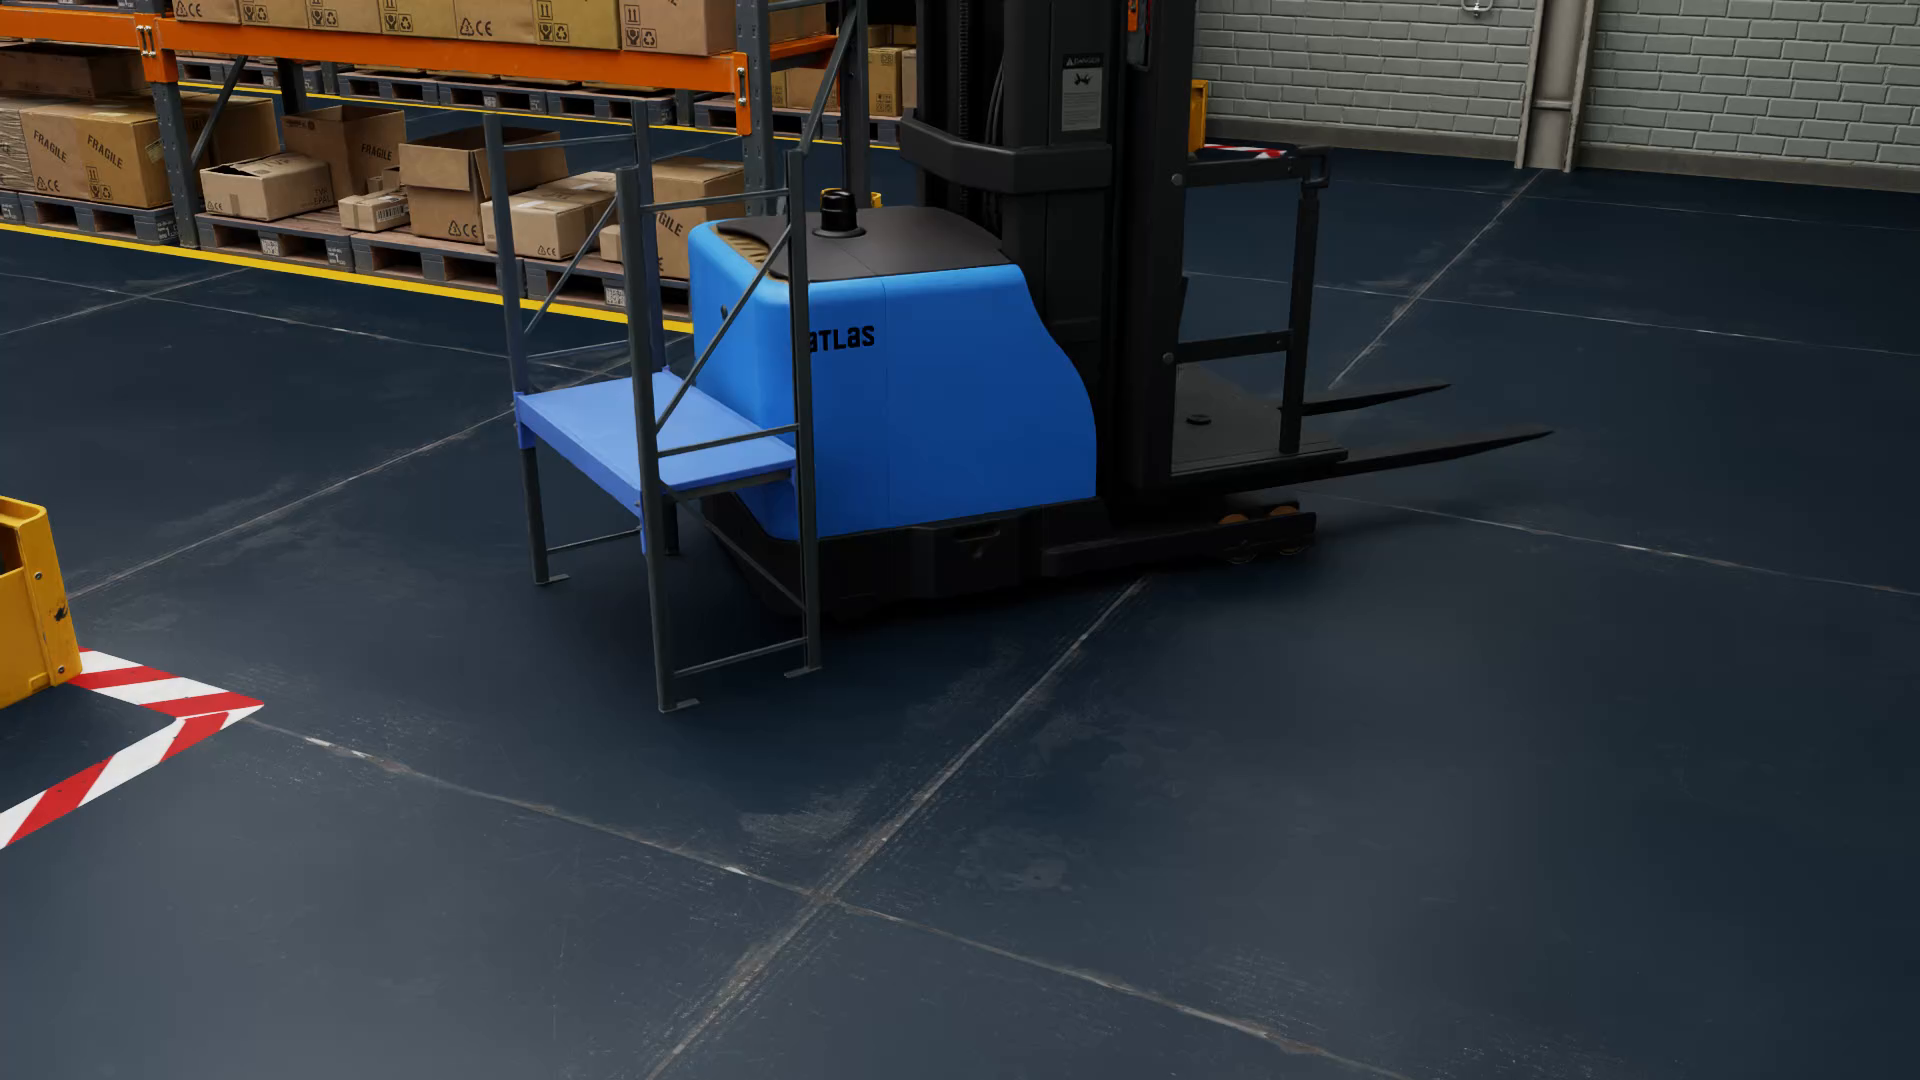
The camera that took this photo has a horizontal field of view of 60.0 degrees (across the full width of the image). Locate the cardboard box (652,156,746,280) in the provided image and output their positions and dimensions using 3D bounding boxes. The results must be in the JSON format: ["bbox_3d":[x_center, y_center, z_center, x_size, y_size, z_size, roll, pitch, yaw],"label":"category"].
[{"bbox_3d":[-1.338,-1.621,8.360,0.500,0.500,0.500,11,25,25],"label":"cardboard box"}]

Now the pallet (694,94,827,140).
[{"bbox_3d":[-1.436,-3.551,13.830,1.213,0.211,1.003,11,25,25],"label":"pallet"}]

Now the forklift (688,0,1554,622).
[{"bbox_3d":[0.662,-1.449,5.413,3.031,2.935,1.130,-9,25,-20],"label":"forklift"}]

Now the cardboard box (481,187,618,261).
[{"bbox_3d":[-2.173,-1.684,8.828,0.500,0.250,0.500,11,25,25],"label":"cardboard box"}]

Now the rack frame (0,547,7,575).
[{"bbox_3d":[-2.980,-0.829,3.867,0.127,3.000,1.000,11,25,25],"label":"rack frame"}]

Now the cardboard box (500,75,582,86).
[{"bbox_3d":[-3.513,-4.425,14.532,0.750,0.750,0.750,12,26,26],"label":"cardboard box"}]

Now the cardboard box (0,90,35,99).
[{"bbox_3d":[-6.221,-2.572,10.597,0.500,0.500,0.500,10,25,23],"label":"cardboard box"}]

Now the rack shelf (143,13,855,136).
[{"bbox_3d":[-2.527,-2.581,8.905,4.000,0.370,1.077,11,25,25],"label":"rack shelf"}]

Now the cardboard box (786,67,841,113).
[{"bbox_3d":[-1.012,-3.781,13.465,0.500,0.500,0.700,11,25,24],"label":"cardboard box"}]

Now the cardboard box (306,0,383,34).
[{"bbox_3d":[-3.076,-2.947,8.720,0.500,0.500,0.500,11,25,24],"label":"cardboard box"}]

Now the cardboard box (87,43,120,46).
[{"bbox_3d":[-8.555,-5.336,17.097,0.500,0.500,0.700,12,26,26],"label":"cardboard box"}]

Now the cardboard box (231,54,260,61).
[{"bbox_3d":[-6.723,-4.995,16.293,0.500,0.500,0.700,11,25,24],"label":"cardboard box"}]

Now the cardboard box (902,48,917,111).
[{"bbox_3d":[-0.076,-3.598,13.035,0.500,0.500,0.700,10,25,23],"label":"cardboard box"}]

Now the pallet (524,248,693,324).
[{"bbox_3d":[-1.522,-1.429,8.841,1.213,0.211,1.003,11,25,25],"label":"pallet"}]

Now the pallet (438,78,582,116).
[{"bbox_3d":[-3.895,-4.037,14.974,1.213,0.211,1.003,11,25,25],"label":"pallet"}]

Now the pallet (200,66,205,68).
[{"bbox_3d":[-8.524,-4.988,17.209,1.213,0.211,1.003,11,25,25],"label":"pallet"}]

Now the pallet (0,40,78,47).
[{"bbox_3d":[-9.835,-5.231,17.781,1.213,0.211,1.003,11,25,25],"label":"pallet"}]

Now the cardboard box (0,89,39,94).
[{"bbox_3d":[-6.008,-2.758,11.035,0.500,0.500,0.500,10,25,23],"label":"cardboard box"}]

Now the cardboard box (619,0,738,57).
[{"bbox_3d":[-1.264,-2.589,7.876,0.500,0.500,0.500,12,26,26],"label":"cardboard box"}]

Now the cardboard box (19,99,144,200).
[{"bbox_3d":[-5.319,-2.394,10.179,0.500,0.500,0.500,11,26,25],"label":"cardboard box"}]

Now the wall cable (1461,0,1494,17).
[{"bbox_3d":[3.059,-4.861,12.050,1.851,1.984,0.084,11,25,25],"label":"wall cable"}]

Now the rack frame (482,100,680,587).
[{"bbox_3d":[-1.170,-0.597,5.237,0.500,1.500,0.032,-14,27,-30],"label":"rack frame"}]

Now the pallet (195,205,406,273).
[{"bbox_3d":[-3.699,-1.860,9.854,1.213,0.211,1.003,11,25,25],"label":"pallet"}]

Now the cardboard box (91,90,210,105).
[{"bbox_3d":[-5.114,-2.578,10.611,0.500,0.500,0.500,12,26,25],"label":"cardboard box"}]

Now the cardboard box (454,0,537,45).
[{"bbox_3d":[-2.172,-2.769,8.300,0.500,0.500,0.500,11,26,25],"label":"cardboard box"}]

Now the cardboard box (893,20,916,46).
[{"bbox_3d":[-0.336,-4.035,13.235,0.250,0.149,0.380,11,25,24],"label":"cardboard box"}]

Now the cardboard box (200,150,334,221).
[{"bbox_3d":[-4.035,-2.080,9.682,0.500,0.311,0.500,11,25,25],"label":"cardboard box"}]

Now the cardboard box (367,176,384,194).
[{"bbox_3d":[-3.313,-2.109,9.956,0.250,0.149,0.380,11,25,25],"label":"cardboard box"}]

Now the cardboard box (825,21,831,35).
[{"bbox_3d":[-1.235,-4.045,13.257,0.250,0.149,0.380,12,26,26],"label":"cardboard box"}]

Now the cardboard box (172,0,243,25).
[{"bbox_3d":[-3.980,-3.126,9.139,0.500,0.500,0.500,12,26,26],"label":"cardboard box"}]

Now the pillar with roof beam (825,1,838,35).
[{"bbox_3d":[-3.007,-6.431,9.374,0.400,9.000,9.100,11,25,25],"label":"pillar with roof beam"}]

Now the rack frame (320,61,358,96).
[{"bbox_3d":[-5.649,-5.702,15.325,0.127,3.000,1.000,11,25,25],"label":"rack frame"}]

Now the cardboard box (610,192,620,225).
[{"bbox_3d":[-1.545,-1.779,9.052,0.500,0.250,0.500,11,25,25],"label":"cardboard box"}]

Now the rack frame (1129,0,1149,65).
[{"bbox_3d":[1.490,-4.289,12.003,0.127,3.000,1.000,11,25,25],"label":"rack frame"}]

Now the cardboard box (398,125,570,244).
[{"bbox_3d":[-2.633,-1.989,9.221,0.637,0.503,0.797,11,25,25],"label":"cardboard box"}]

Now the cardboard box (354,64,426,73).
[{"bbox_3d":[-5.052,-4.730,15.250,0.750,0.750,0.750,11,25,24],"label":"cardboard box"}]

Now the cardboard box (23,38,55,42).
[{"bbox_3d":[-9.710,-5.391,17.652,0.250,0.166,0.380,8,24,18],"label":"cardboard box"}]

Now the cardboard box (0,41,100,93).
[{"bbox_3d":[-5.974,-3.098,10.875,0.500,0.250,0.500,11,25,24],"label":"cardboard box"}]

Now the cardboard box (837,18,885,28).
[{"bbox_3d":[-0.792,-4.126,13.447,0.250,0.149,0.380,10,25,23],"label":"cardboard box"}]

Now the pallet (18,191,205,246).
[{"bbox_3d":[-5.055,-2.112,10.447,1.213,0.211,1.003,11,25,25],"label":"pallet"}]

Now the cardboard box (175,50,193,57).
[{"bbox_3d":[-7.634,-5.158,16.678,0.500,0.500,0.700,12,26,25],"label":"cardboard box"}]

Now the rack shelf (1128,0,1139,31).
[{"bbox_3d":[-0.295,-4.311,12.974,4.000,0.370,1.077,11,25,25],"label":"rack shelf"}]

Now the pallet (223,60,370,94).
[{"bbox_3d":[-6.346,-4.557,16.196,1.213,0.211,1.003,11,25,25],"label":"pallet"}]

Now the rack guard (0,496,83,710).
[{"bbox_3d":[-2.953,0.321,4.357,0.348,0.500,1.175,11,25,25],"label":"rack guard"}]

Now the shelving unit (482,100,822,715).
[{"bbox_3d":[-0.895,-0.429,4.843,0.538,1.500,1.048,-14,27,-30],"label":"shelving unit"}]
